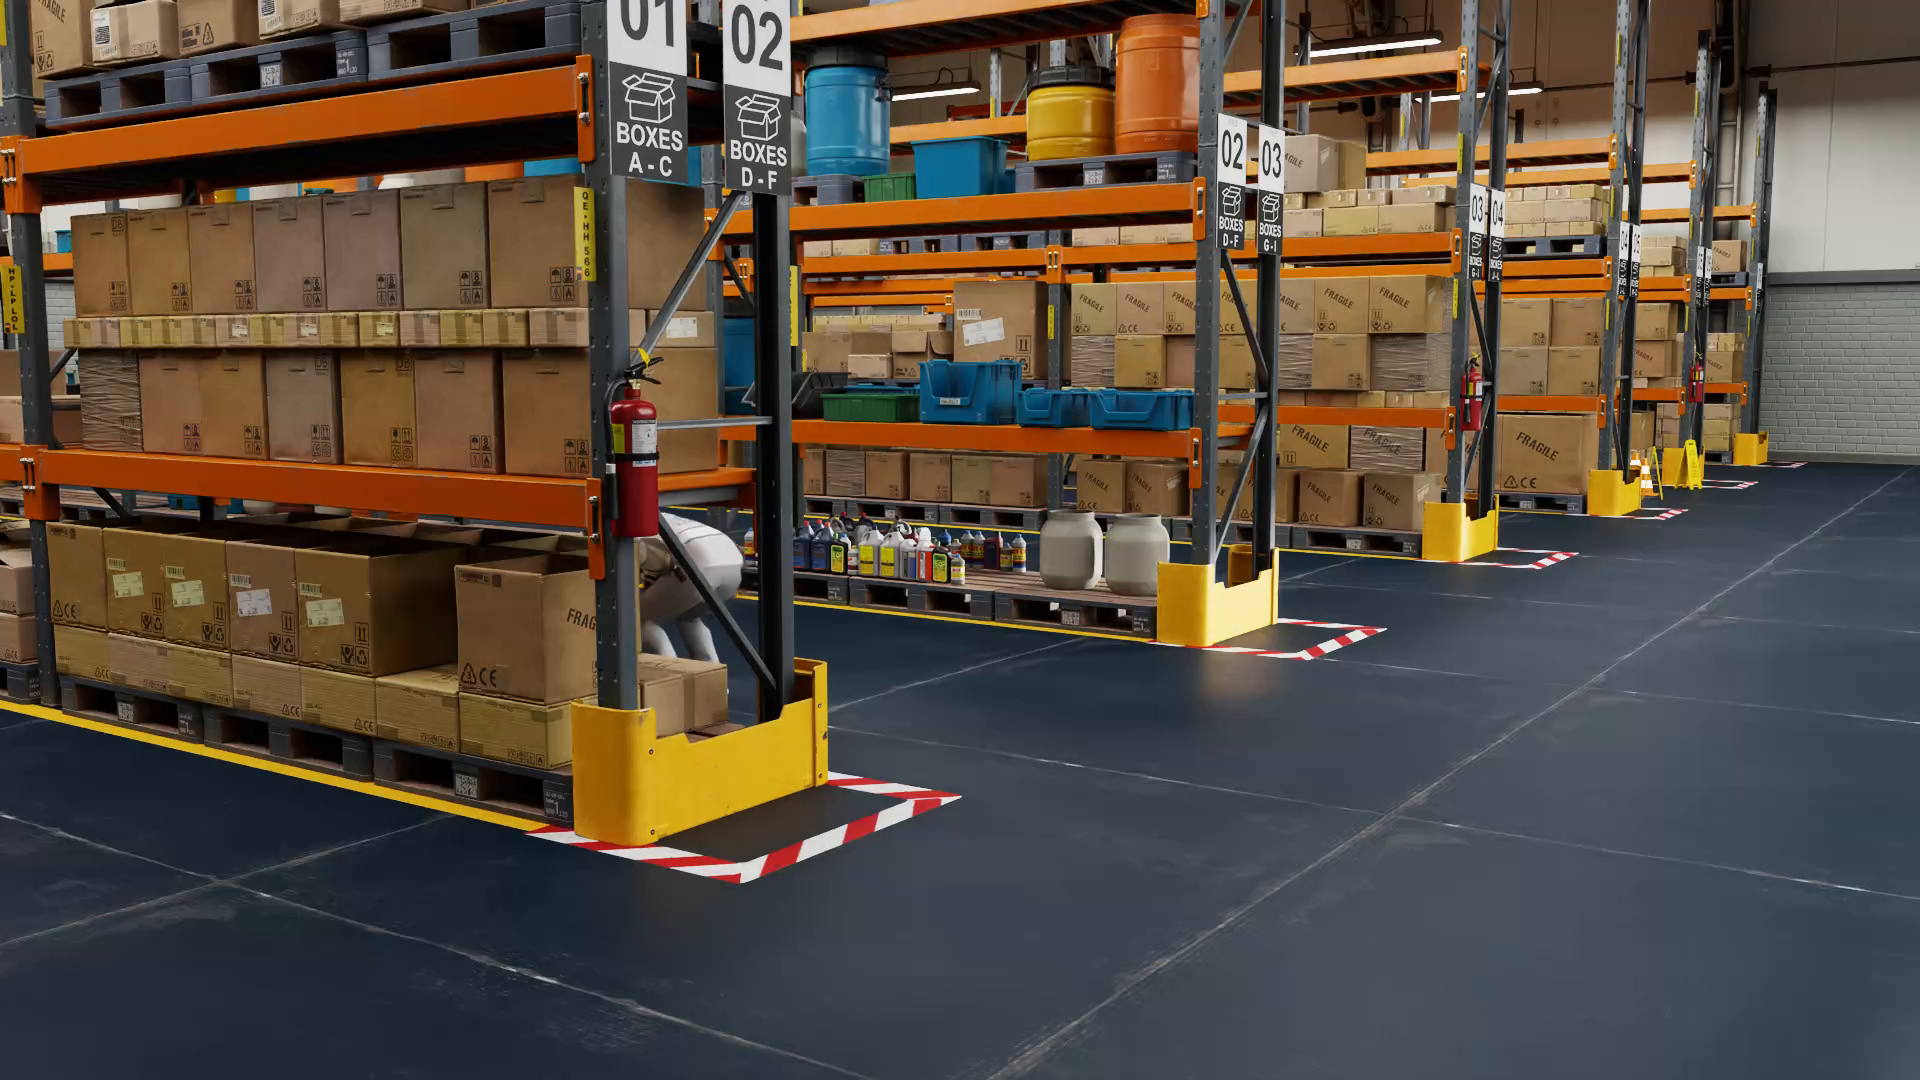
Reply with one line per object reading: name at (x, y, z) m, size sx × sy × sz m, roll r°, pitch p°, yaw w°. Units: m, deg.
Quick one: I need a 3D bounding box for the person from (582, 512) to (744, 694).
person at (-1.555, 0.338, 8.664) m, size 0.930 × 0.962 × 0.455 m, roll 4°, pitch 7°, yaw 31°
